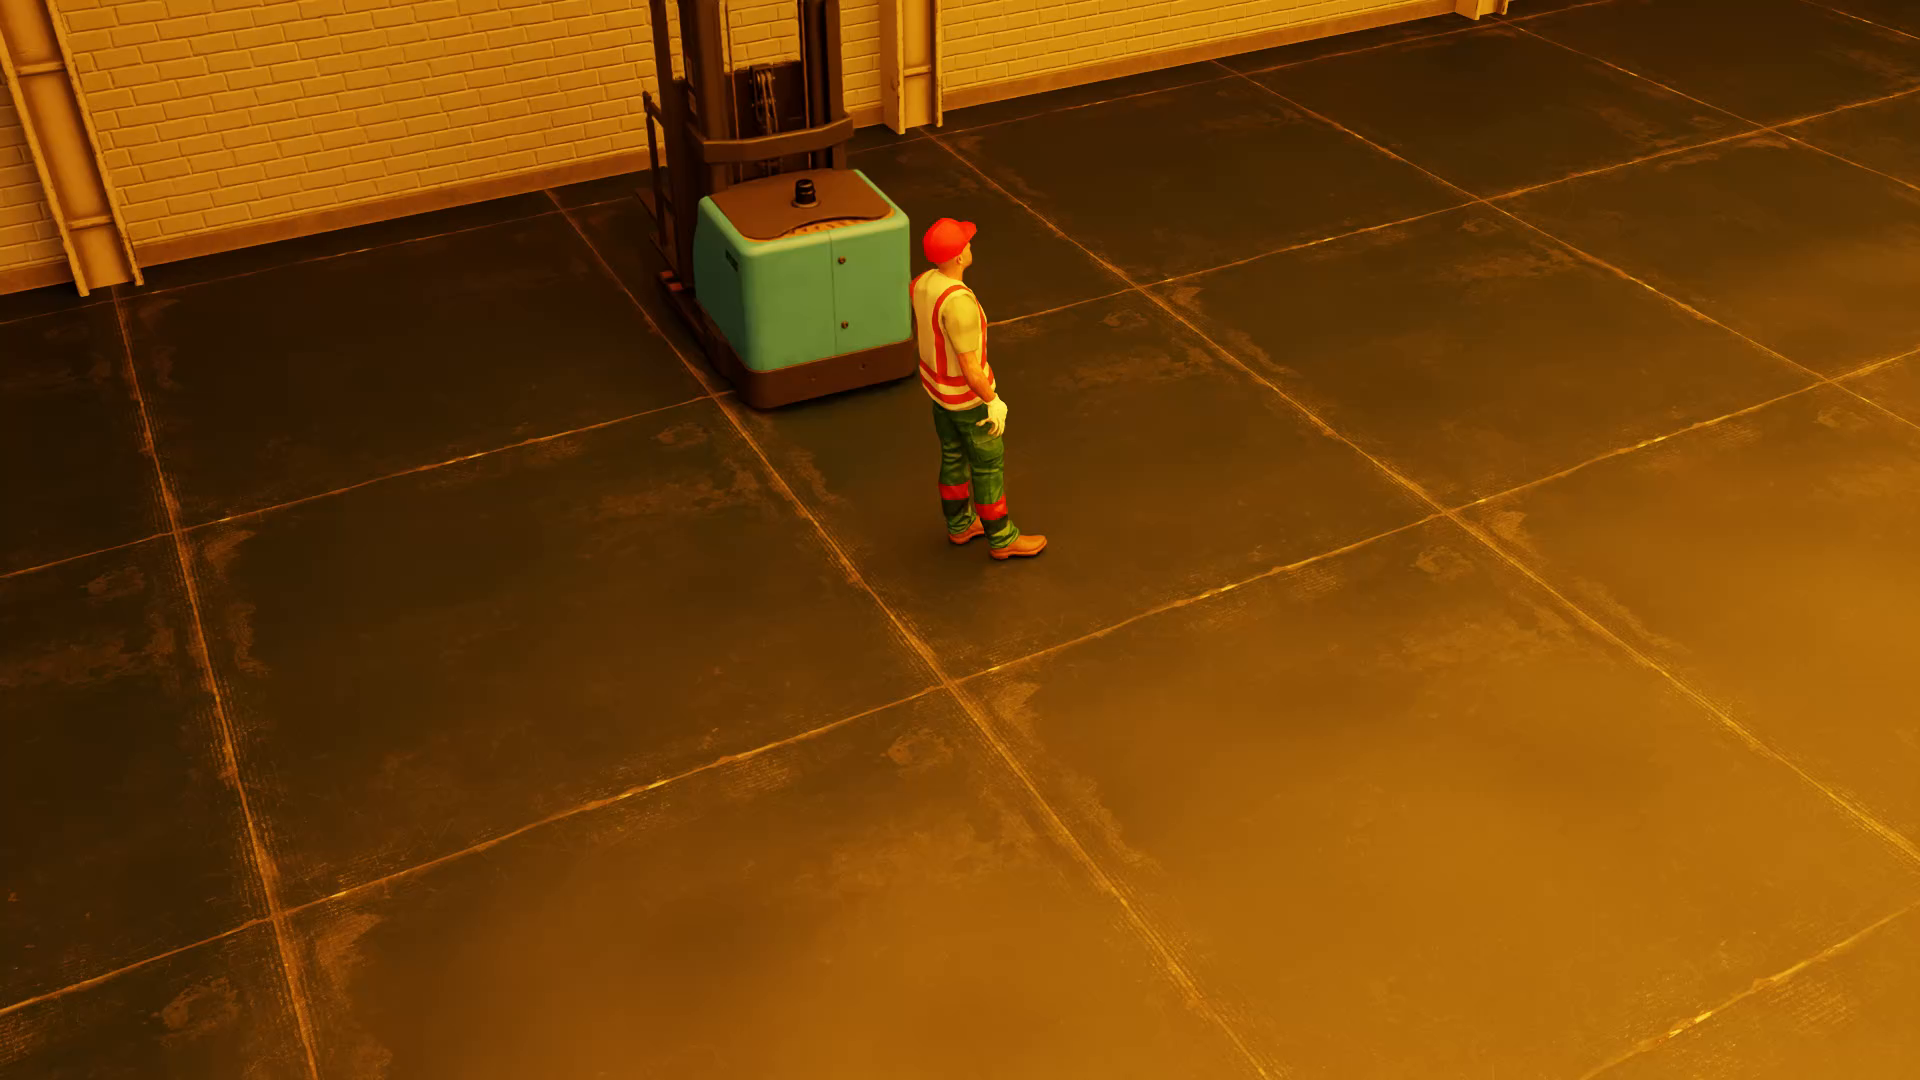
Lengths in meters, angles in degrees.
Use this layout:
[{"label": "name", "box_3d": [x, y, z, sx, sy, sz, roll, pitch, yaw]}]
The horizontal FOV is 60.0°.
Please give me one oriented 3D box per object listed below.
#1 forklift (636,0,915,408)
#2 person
[{"label": "forklift", "box_3d": [-1.353, -2.798, 10.081, 1.130, 2.935, 3.031, -15, 38, -20]}, {"label": "person", "box_3d": [0.076, -0.752, 8.164, 0.564, 1.787, 0.638, -17, 39, -23]}]
